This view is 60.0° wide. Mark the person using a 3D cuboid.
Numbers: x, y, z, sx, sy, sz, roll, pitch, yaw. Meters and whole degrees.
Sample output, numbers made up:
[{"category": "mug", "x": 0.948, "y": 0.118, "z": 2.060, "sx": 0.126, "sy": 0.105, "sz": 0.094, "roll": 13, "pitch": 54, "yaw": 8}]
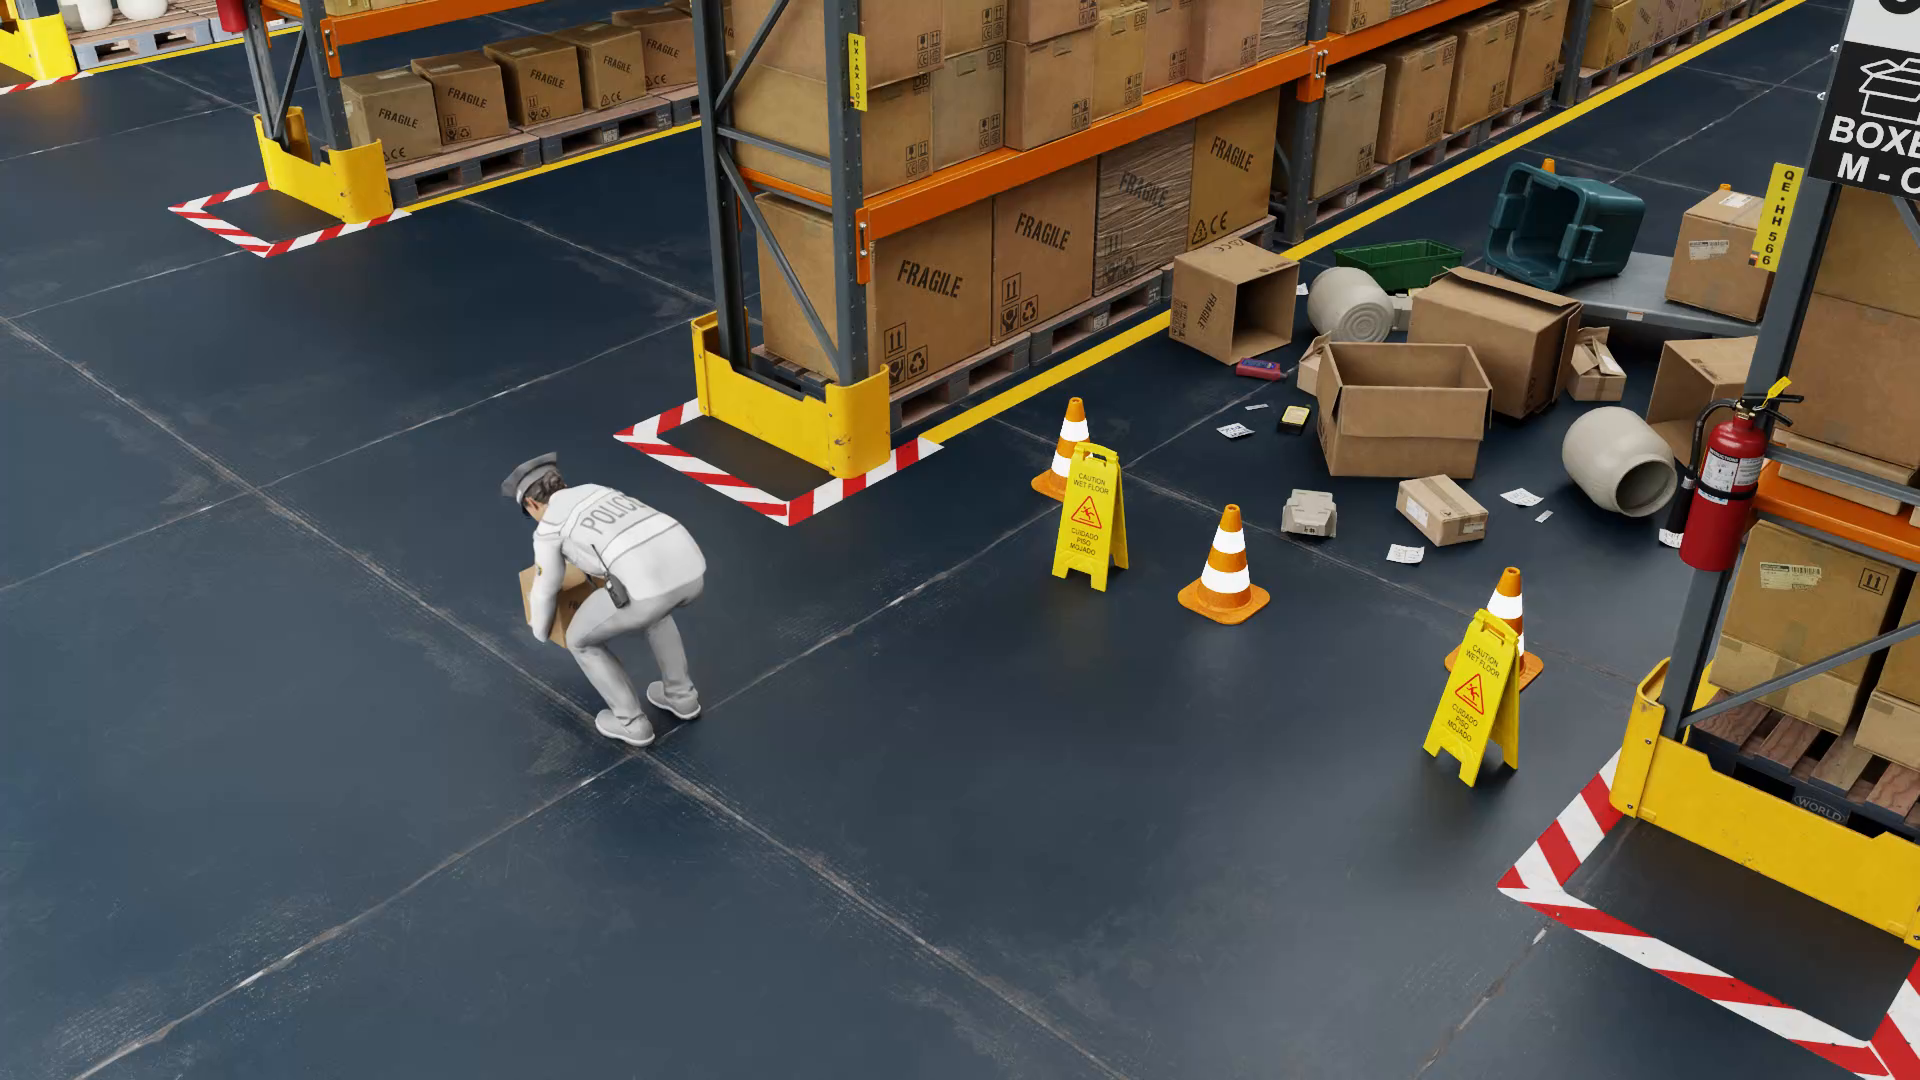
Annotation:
[{"category": "person", "x": -1.360, "y": 0.217, "z": 6.401, "sx": 0.921, "sy": 1.019, "sz": 0.462, "roll": 23, "pitch": 38, "yaw": 33}]
